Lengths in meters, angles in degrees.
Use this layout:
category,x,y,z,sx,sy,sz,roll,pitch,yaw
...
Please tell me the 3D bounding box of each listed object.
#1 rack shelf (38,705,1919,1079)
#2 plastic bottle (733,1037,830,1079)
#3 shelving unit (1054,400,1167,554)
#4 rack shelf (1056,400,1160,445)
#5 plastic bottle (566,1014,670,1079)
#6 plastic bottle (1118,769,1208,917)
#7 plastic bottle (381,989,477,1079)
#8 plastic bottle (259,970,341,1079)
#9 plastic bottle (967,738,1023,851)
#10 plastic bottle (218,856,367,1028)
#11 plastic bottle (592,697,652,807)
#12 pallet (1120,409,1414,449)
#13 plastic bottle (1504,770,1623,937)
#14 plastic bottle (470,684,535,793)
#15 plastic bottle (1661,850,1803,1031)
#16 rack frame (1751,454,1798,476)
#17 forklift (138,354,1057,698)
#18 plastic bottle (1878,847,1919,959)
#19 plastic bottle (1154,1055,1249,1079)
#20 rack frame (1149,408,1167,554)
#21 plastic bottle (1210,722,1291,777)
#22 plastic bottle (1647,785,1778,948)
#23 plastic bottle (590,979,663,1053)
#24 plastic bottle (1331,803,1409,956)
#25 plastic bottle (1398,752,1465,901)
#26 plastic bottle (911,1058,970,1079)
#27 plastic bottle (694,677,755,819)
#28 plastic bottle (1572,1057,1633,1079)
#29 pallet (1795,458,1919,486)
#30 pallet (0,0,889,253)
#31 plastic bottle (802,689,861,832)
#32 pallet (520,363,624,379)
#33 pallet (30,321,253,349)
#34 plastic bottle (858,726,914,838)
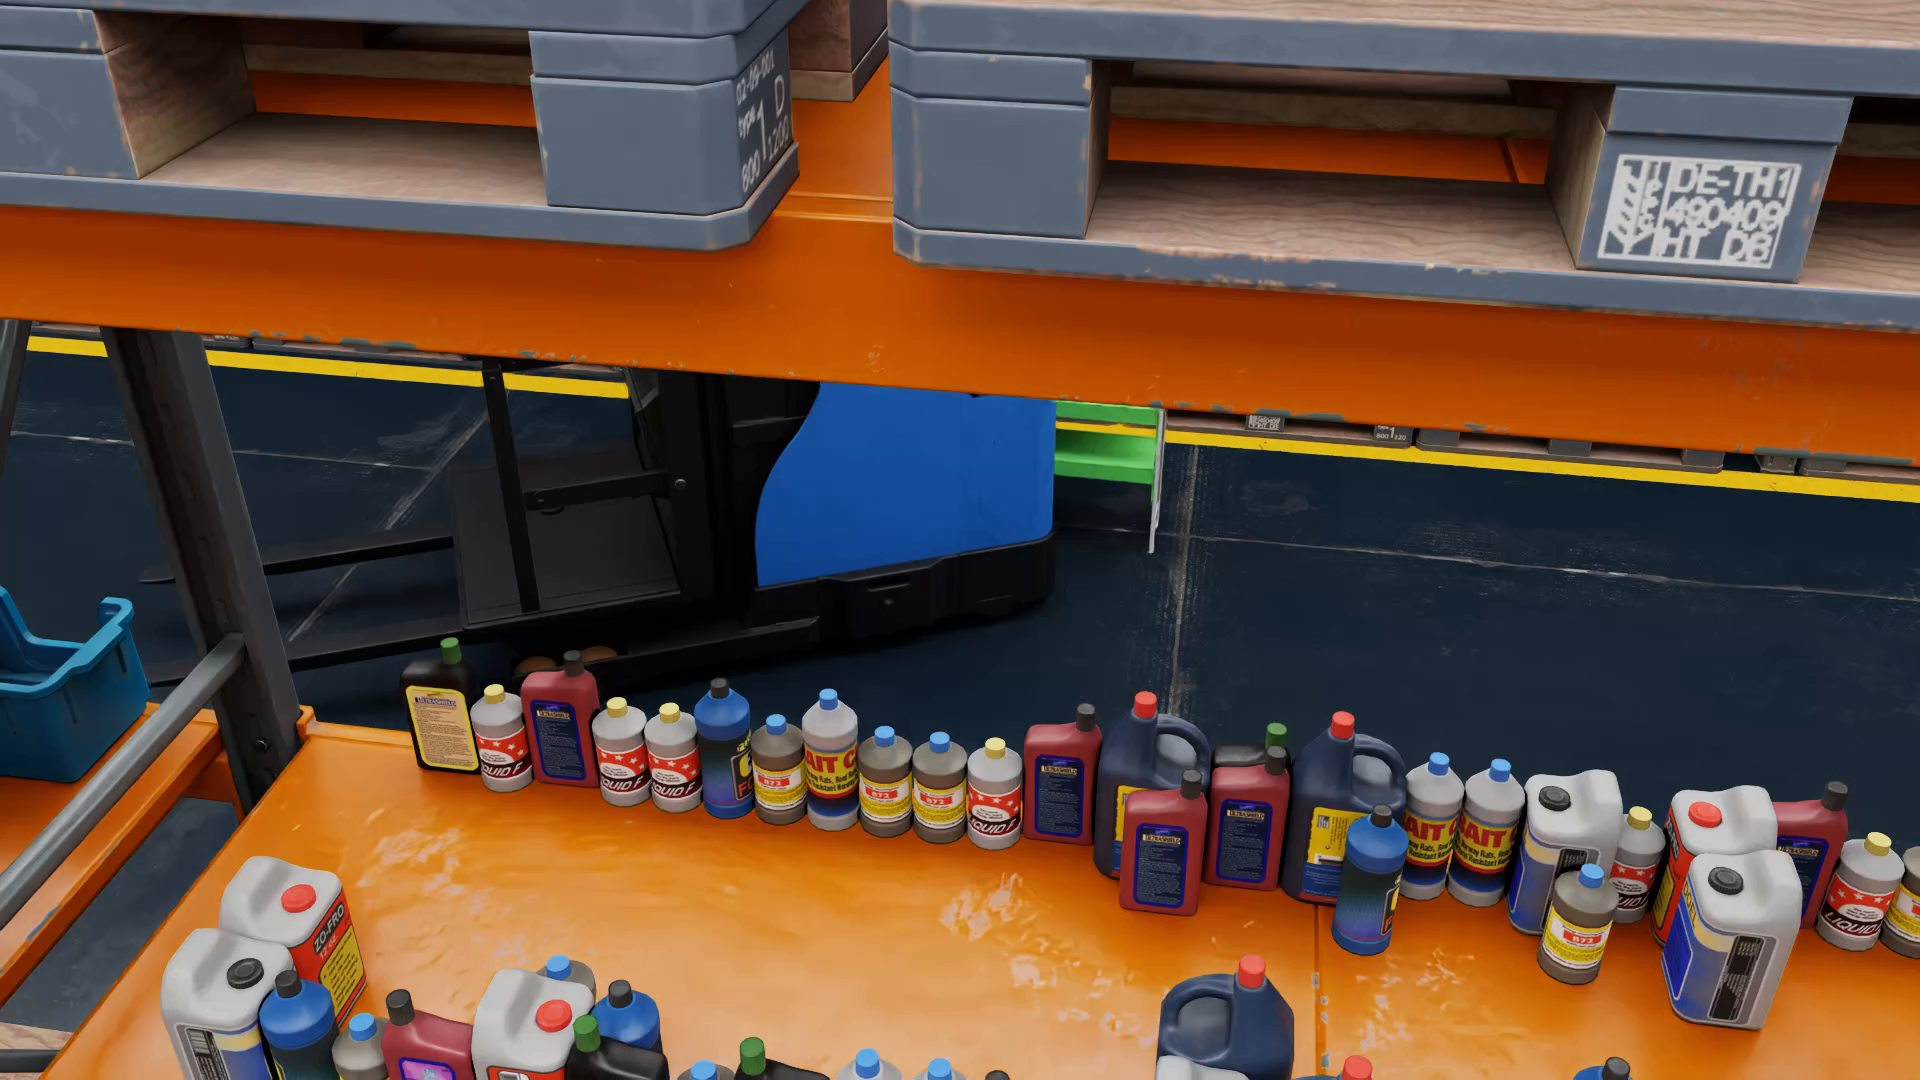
category,x,y,z,sx,sy,sz,roll,pitch,yaw
rack shelf,0.552,0.921,2.629,4.000,0.370,1.077,5,32,8
plastic bottle,-0.239,0.792,2.267,0.133,0.283,0.061,5,32,8
shelving unit,0.492,-0.545,5.989,0.503,1.200,0.258,6,33,9
rack shelf,0.492,-0.491,6.023,0.480,0.148,0.258,6,33,9
plastic bottle,-0.467,0.772,2.300,0.133,0.283,0.061,5,32,8
plastic bottle,0.336,0.494,2.744,0.133,0.283,0.061,5,32,8
plastic bottle,-0.731,0.748,2.338,0.133,0.283,0.061,5,32,8
plastic bottle,-0.938,0.724,2.387,0.097,0.271,0.097,0,32,0
plastic bottle,0.061,0.436,2.913,0.097,0.201,0.097,0,32,0
plastic bottle,-1.022,0.618,2.552,0.135,0.276,0.152,5,32,8
plastic bottle,-0.611,0.375,3.011,0.097,0.201,0.097,0,32,0
pallet,1.346,-0.774,7.288,1.213,0.211,1.003,5,32,8
plastic bottle,0.990,0.503,2.736,0.135,0.276,0.152,5,32,8
plastic bottle,-0.838,0.355,3.043,0.097,0.201,0.097,0,32,0
plastic bottle,1.193,0.604,2.575,0.135,0.276,0.152,5,32,8
rack frame,3.361,-1.796,6.292,0.127,3.000,1.000,5,32,8
forklift,-1.243,-1.012,5.104,3.031,2.935,1.130,-9,33,-15
plastic bottle,1.565,0.572,2.696,0.097,0.201,0.097,0,32,0
plastic bottle,0.320,0.822,2.227,0.135,0.276,0.152,5,32,8
rack frame,0.731,-0.520,5.950,0.015,1.200,0.240,6,33,9
plastic bottle,0.491,0.430,2.845,0.133,0.283,0.061,5,32,8
plastic bottle,1.219,0.524,2.703,0.135,0.276,0.152,5,32,8
plastic bottle,-0.471,0.734,2.371,0.097,0.271,0.097,0,32,0
plastic bottle,0.664,0.539,2.684,0.097,0.271,0.097,0,32,0
plastic bottle,0.784,0.472,2.790,0.097,0.271,0.097,0,32,0
plastic bottle,-0.027,0.807,2.255,0.097,0.271,0.097,0,32,0
plastic bottle,-0.419,0.363,2.964,0.097,0.271,0.097,0,32,0
plastic bottle,0.865,0.806,2.257,0.097,0.271,0.097,0,32,0
pallet,4.037,-0.552,6.933,1.213,0.211,1.003,5,32,8
pallet,-0.682,-0.634,1.787,1.213,0.211,1.003,5,32,8
plastic bottle,-0.227,0.380,2.936,0.097,0.271,0.097,0,32,0
pallet,-1.387,-1.065,7.752,1.213,0.211,1.003,5,32,8
pallet,-3.793,-1.282,8.100,1.213,0.211,1.003,5,32,8
plastic bottle,-0.131,0.419,2.941,0.097,0.201,0.097,0,32,0
